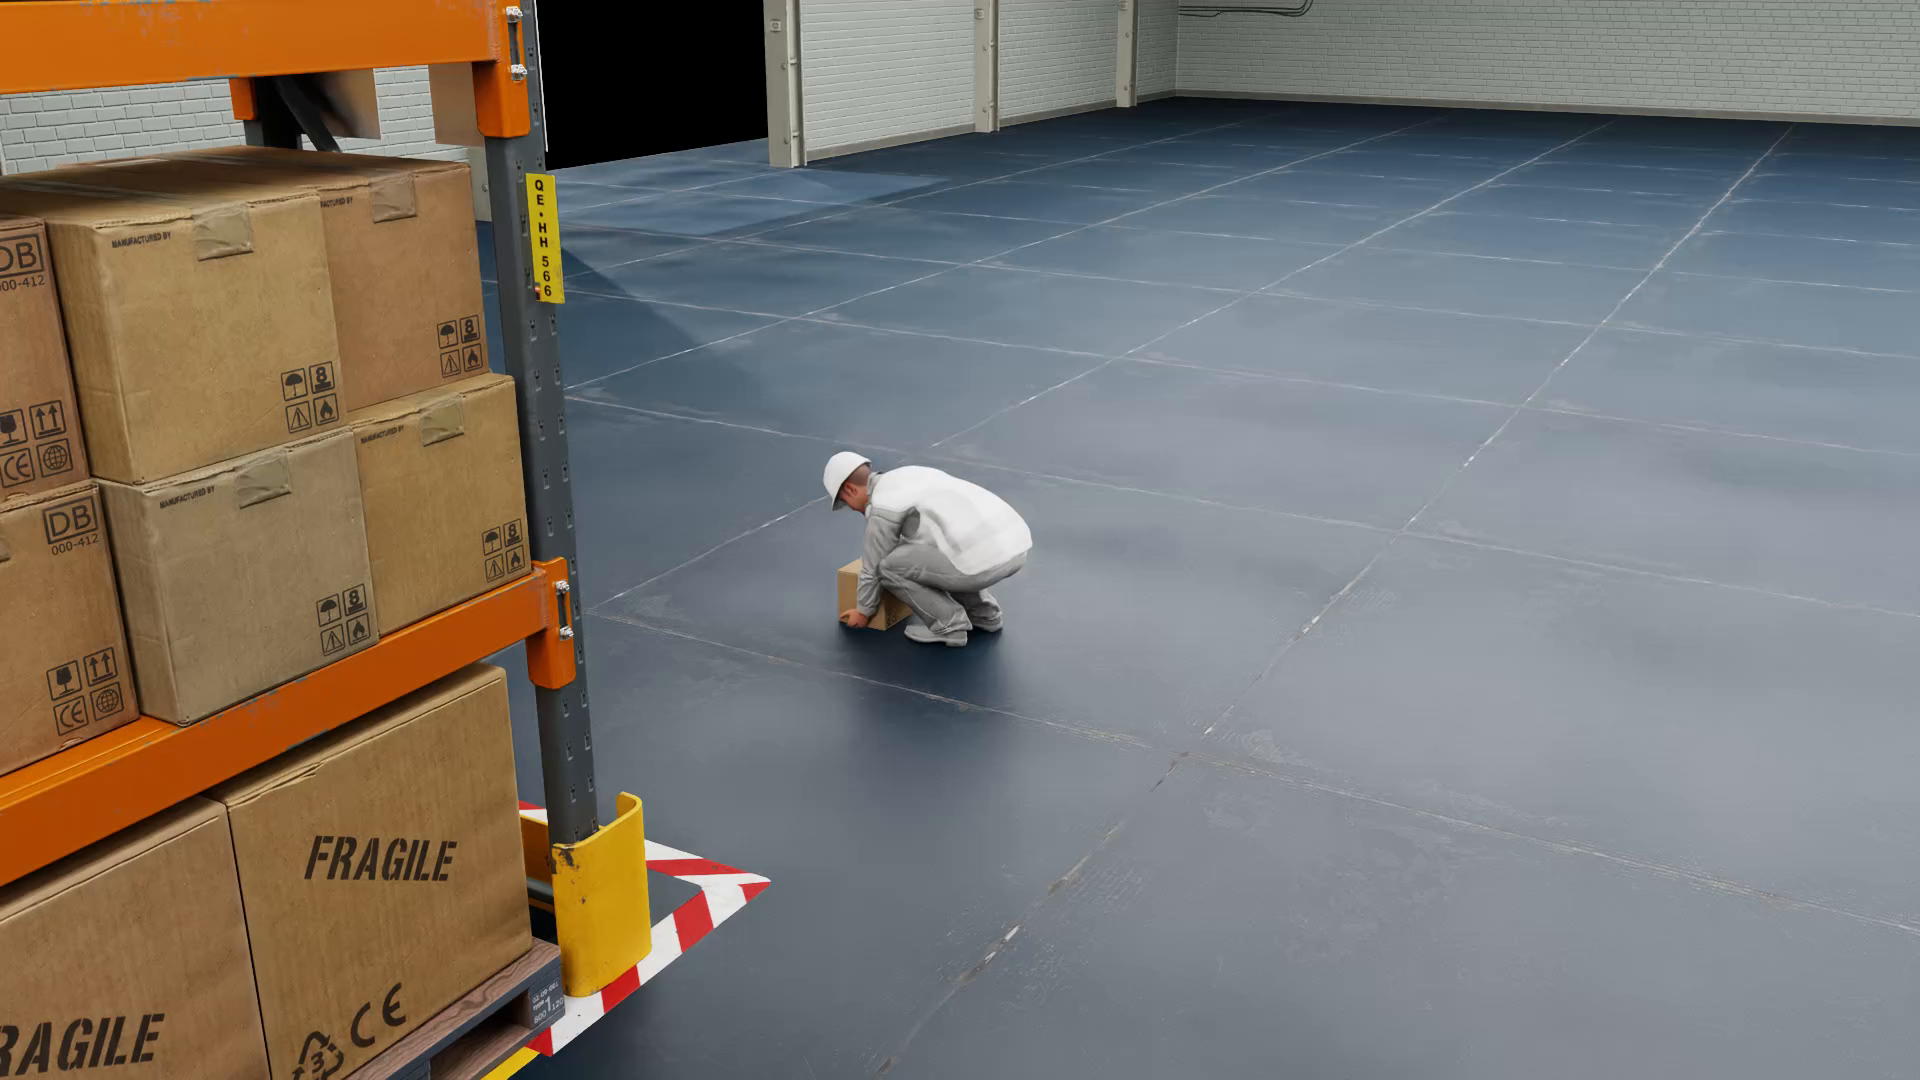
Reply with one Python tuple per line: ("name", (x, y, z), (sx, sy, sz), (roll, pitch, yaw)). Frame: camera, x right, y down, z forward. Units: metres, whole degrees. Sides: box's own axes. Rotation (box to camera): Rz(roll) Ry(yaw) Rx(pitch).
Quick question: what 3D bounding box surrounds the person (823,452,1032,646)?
("person", (-0.162, 0.067, 7.454), (0.952, 0.878, 0.521), (10, 22, 27))
